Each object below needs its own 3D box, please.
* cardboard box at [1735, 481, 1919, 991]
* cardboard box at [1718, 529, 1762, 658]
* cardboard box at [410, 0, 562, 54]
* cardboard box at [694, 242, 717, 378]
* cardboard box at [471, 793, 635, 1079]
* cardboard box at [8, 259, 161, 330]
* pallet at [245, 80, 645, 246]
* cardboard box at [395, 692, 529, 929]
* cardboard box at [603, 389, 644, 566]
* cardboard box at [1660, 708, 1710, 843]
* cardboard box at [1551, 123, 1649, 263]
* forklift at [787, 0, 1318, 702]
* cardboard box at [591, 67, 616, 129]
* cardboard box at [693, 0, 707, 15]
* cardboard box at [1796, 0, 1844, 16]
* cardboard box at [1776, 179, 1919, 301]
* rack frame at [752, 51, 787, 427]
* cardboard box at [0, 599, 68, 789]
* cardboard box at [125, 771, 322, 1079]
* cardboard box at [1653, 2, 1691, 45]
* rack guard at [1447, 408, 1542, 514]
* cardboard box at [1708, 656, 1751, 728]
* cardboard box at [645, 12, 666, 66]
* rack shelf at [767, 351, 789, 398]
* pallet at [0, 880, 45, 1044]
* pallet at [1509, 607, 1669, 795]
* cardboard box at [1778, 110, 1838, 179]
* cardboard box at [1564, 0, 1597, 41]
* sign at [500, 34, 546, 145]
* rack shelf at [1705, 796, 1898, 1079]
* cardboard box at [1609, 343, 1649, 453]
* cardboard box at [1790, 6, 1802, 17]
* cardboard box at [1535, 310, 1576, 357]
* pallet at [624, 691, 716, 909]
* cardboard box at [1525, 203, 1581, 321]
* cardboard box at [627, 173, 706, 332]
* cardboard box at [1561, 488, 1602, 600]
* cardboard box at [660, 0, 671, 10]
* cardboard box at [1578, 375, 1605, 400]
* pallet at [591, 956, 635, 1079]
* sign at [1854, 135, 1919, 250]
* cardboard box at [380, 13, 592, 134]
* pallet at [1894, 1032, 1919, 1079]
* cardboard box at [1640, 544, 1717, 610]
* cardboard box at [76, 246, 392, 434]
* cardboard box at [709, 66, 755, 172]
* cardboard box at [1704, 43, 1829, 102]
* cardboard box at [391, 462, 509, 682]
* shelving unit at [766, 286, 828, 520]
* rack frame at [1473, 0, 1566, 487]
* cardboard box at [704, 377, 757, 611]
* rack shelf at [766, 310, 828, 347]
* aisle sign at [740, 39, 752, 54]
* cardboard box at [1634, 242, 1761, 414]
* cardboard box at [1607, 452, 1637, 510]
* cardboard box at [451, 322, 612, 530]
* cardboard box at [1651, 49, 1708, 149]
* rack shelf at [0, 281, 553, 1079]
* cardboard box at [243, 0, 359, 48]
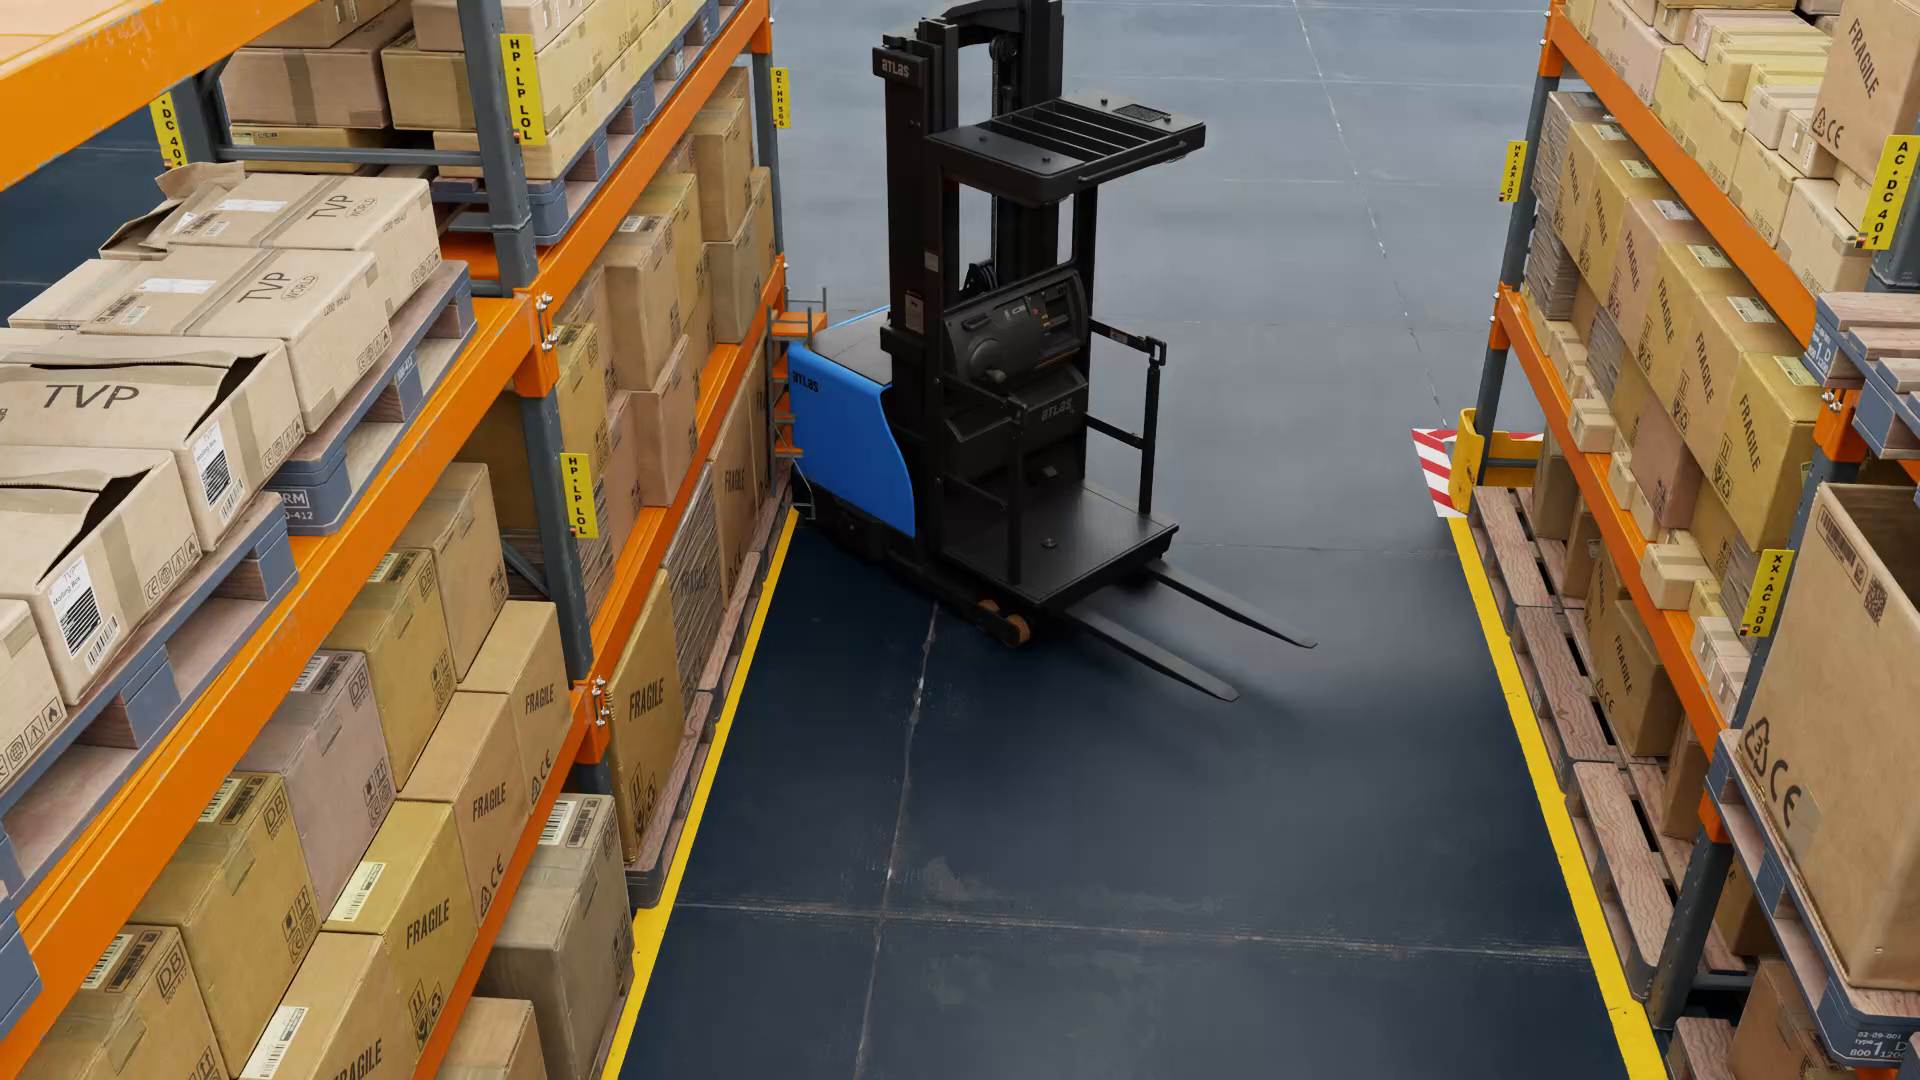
[{"bbox_3d":[2.904,0.534,4.552,1.000,1.000,1.000,3,32,4],"label":"cardboard box"},{"bbox_3d":[3.207,0.157,5.758,0.875,0.500,0.500,2,32,4],"label":"cardboard box"},{"bbox_3d":[-1.458,-1.613,5.132,0.380,0.149,0.250,3,32,4],"label":"cardboard box"},{"bbox_3d":[-1.680,-1.089,8.016,0.875,0.550,0.550,2,32,4],"label":"cardboard box"},{"bbox_3d":[-1.788,1.401,5.861,1.050,0.750,0.750,2,32,4],"label":"cardboard box"},{"bbox_3d":[-2.158,-0.566,4.194,0.250,0.149,0.380,2,32,4],"label":"cardboard box"},{"bbox_3d":[-1.750,-1.373,5.844,1.003,0.211,1.213,2,32,4],"label":"pallet"},{"bbox_3d":[-1.644,0.800,4.998,0.500,0.500,0.500,2,32,3],"label":"cardboard box"},{"bbox_3d":[-1.786,-0.252,6.657,0.875,0.550,0.550,2,32,4],"label":"cardboard box"},{"bbox_3d":[3.220,0.937,6.853,0.500,0.500,0.500,13,34,19],"label":"cardboard box"},{"bbox_3d":[3.070,-1.591,7.640,0.500,0.500,0.500,2,32,4],"label":"cardboard box"},{"bbox_3d":[0.436,-1.010,8.096,1.130,2.935,3.031,-27,41,-36],"label":"forklift"},{"bbox_3d":[-1.417,-1.539,5.773,0.380,0.149,0.250,2,32,4],"label":"cardboard box"},{"bbox_3d":[-1.294,-2.336,7.067,0.380,0.149,0.250,3,32,4],"label":"cardboard box"},{"bbox_3d":[3.560,-2.371,6.523,0.500,0.500,0.500,2,32,4],"label":"cardboard box"},{"bbox_3d":[2.886,-0.904,5.142,0.500,0.250,0.500,4,32,6],"label":"cardboard box"},{"bbox_3d":[-1.501,-1.798,9.308,1.000,3.000,0.127,2,32,4],"label":"rack frame"},{"bbox_3d":[-1.833,0.320,2.660,0.500,0.250,0.500,3,32,5],"label":"cardboard box"},{"bbox_3d":[-1.985,0.883,3.910,0.700,0.500,0.500,2,32,3],"label":"cardboard box"},{"bbox_3d":[3.042,-2.103,6.707,0.380,0.149,0.250,1,32,2],"label":"cardboard box"},{"bbox_3d":[3.428,-0.429,9.470,1.175,0.500,0.348,2,32,4],"label":"rack guard"},{"bbox_3d":[2.833,0.541,5.753,0.380,0.149,0.250,2,32,4],"label":"cardboard box"},{"bbox_3d":[-1.356,-1.939,6.422,0.380,0.149,0.250,2,32,4],"label":"cardboard box"},{"bbox_3d":[-0.893,-0.914,9.224,0.258,0.148,0.480,3,21,5],"label":"rack shelf"},{"bbox_3d":[-2.153,0.850,2.332,1.213,0.211,1.003,4,32,6],"label":"pallet"},{"bbox_3d":[3.225,0.753,7.826,1.003,0.211,1.213,2,32,4],"label":"pallet"},{"bbox_3d":[2.894,-1.277,5.367,0.380,0.149,0.250,1,32,2],"label":"cardboard box"},{"bbox_3d":[3.137,-2.505,7.740,0.500,0.250,0.500,3,32,5],"label":"cardboard box"},{"bbox_3d":[-1.285,-1.319,4.879,0.100,0.325,0.005,2,32,4],"label":"sign"},{"bbox_3d":[2.946,1.911,3.976,1.077,0.370,4.000,2,32,4],"label":"rack shelf"},{"bbox_3d":[3.305,-0.629,7.032,0.875,0.500,0.500,2,32,4],"label":"cardboard box"},{"bbox_3d":[3.531,-2.222,6.900,0.380,0.149,0.250,3,32,5],"label":"cardboard box"},{"bbox_3d":[3.099,-1.027,8.297,0.380,0.149,0.250,2,32,4],"label":"cardboard box"},{"bbox_3d":[-1.687,1.087,7.285,1.003,0.211,1.213,2,32,4],"label":"pallet"},{"bbox_3d":[3.362,-1.416,8.309,0.875,0.500,0.500,2,32,4],"label":"cardboard box"},{"bbox_3d":[-1.617,-1.268,7.275,0.875,0.550,0.500,2,32,4],"label":"cardboard box"},{"bbox_3d":[3.352,-0.008,8.386,0.500,0.500,0.500,11,33,17],"label":"cardboard box"},{"bbox_3d":[-1.387,-2.303,6.633,0.500,0.250,0.500,3,32,4],"label":"cardboard box"},{"bbox_3d":[3.078,-0.633,7.658,0.380,0.149,0.250,2,32,4],"label":"cardboard box"},{"bbox_3d":[-1.814,1.888,5.985,1.003,0.211,1.213,2,32,4],"label":"pallet"},{"bbox_3d":[2.567,-0.958,4.593,0.100,0.325,0.005,2,32,4],"label":"sign"},{"bbox_3d":[-1.508,-1.511,5.347,0.500,0.250,0.500,3,32,4],"label":"cardboard box"},{"bbox_3d":[2.903,1.695,3.823,1.003,0.211,1.213,2,32,4],"label":"pallet"},{"bbox_3d":[2.852,0.147,6.392,0.380,0.149,0.250,2,32,4],"label":"cardboard box"},{"bbox_3d":[-1.708,-0.485,3.967,0.500,0.250,0.500,2,32,4],"label":"cardboard box"},{"bbox_3d":[-1.570,-2.129,8.673,0.875,0.550,0.550,2,32,4],"label":"cardboard box"},{"bbox_3d":[2.949,-1.696,6.047,0.380,0.149,0.250,4,32,6],"label":"cardboard box"},{"bbox_3d":[-1.861,0.086,5.204,0.700,0.500,0.500,2,32,3],"label":"cardboard box"},{"bbox_3d":[-0.895,-0.768,9.280,0.258,1.200,0.503,3,21,5],"label":"shelving unit"},{"bbox_3d":[3.434,-1.533,8.878,1.000,3.000,0.127,2,32,4],"label":"rack frame"},{"bbox_3d":[-1.560,-0.254,8.428,0.875,0.875,0.875,2,32,3],"label":"cardboard box"},{"bbox_3d":[-0.890,-1.134,9.139,0.258,0.148,0.480,3,21,5],"label":"rack shelf"},{"bbox_3d":[-1.196,-2.929,8.665,0.394,0.787,0.004,2,32,4],"label":"aisle sign"},{"bbox_3d":[2.952,-0.806,6.367,0.500,0.500,0.500,2,32,4],"label":"cardboard box"},{"bbox_3d":[2.970,-0.243,7.025,0.380,0.149,0.250,2,32,4],"label":"cardboard box"},{"bbox_3d":[-1.762,-0.421,5.902,0.875,0.550,0.550,2,32,4],"label":"cardboard box"},{"bbox_3d":[3.020,-1.704,6.440,0.500,0.250,0.500,3,32,5],"label":"cardboard box"},{"bbox_3d":[-1.989,0.369,3.619,1.077,0.370,4.000,2,32,4],"label":"rack shelf"},{"bbox_3d":[-2.115,-1.642,5.180,0.380,0.149,0.250,2,32,4],"label":"cardboard box"}]
